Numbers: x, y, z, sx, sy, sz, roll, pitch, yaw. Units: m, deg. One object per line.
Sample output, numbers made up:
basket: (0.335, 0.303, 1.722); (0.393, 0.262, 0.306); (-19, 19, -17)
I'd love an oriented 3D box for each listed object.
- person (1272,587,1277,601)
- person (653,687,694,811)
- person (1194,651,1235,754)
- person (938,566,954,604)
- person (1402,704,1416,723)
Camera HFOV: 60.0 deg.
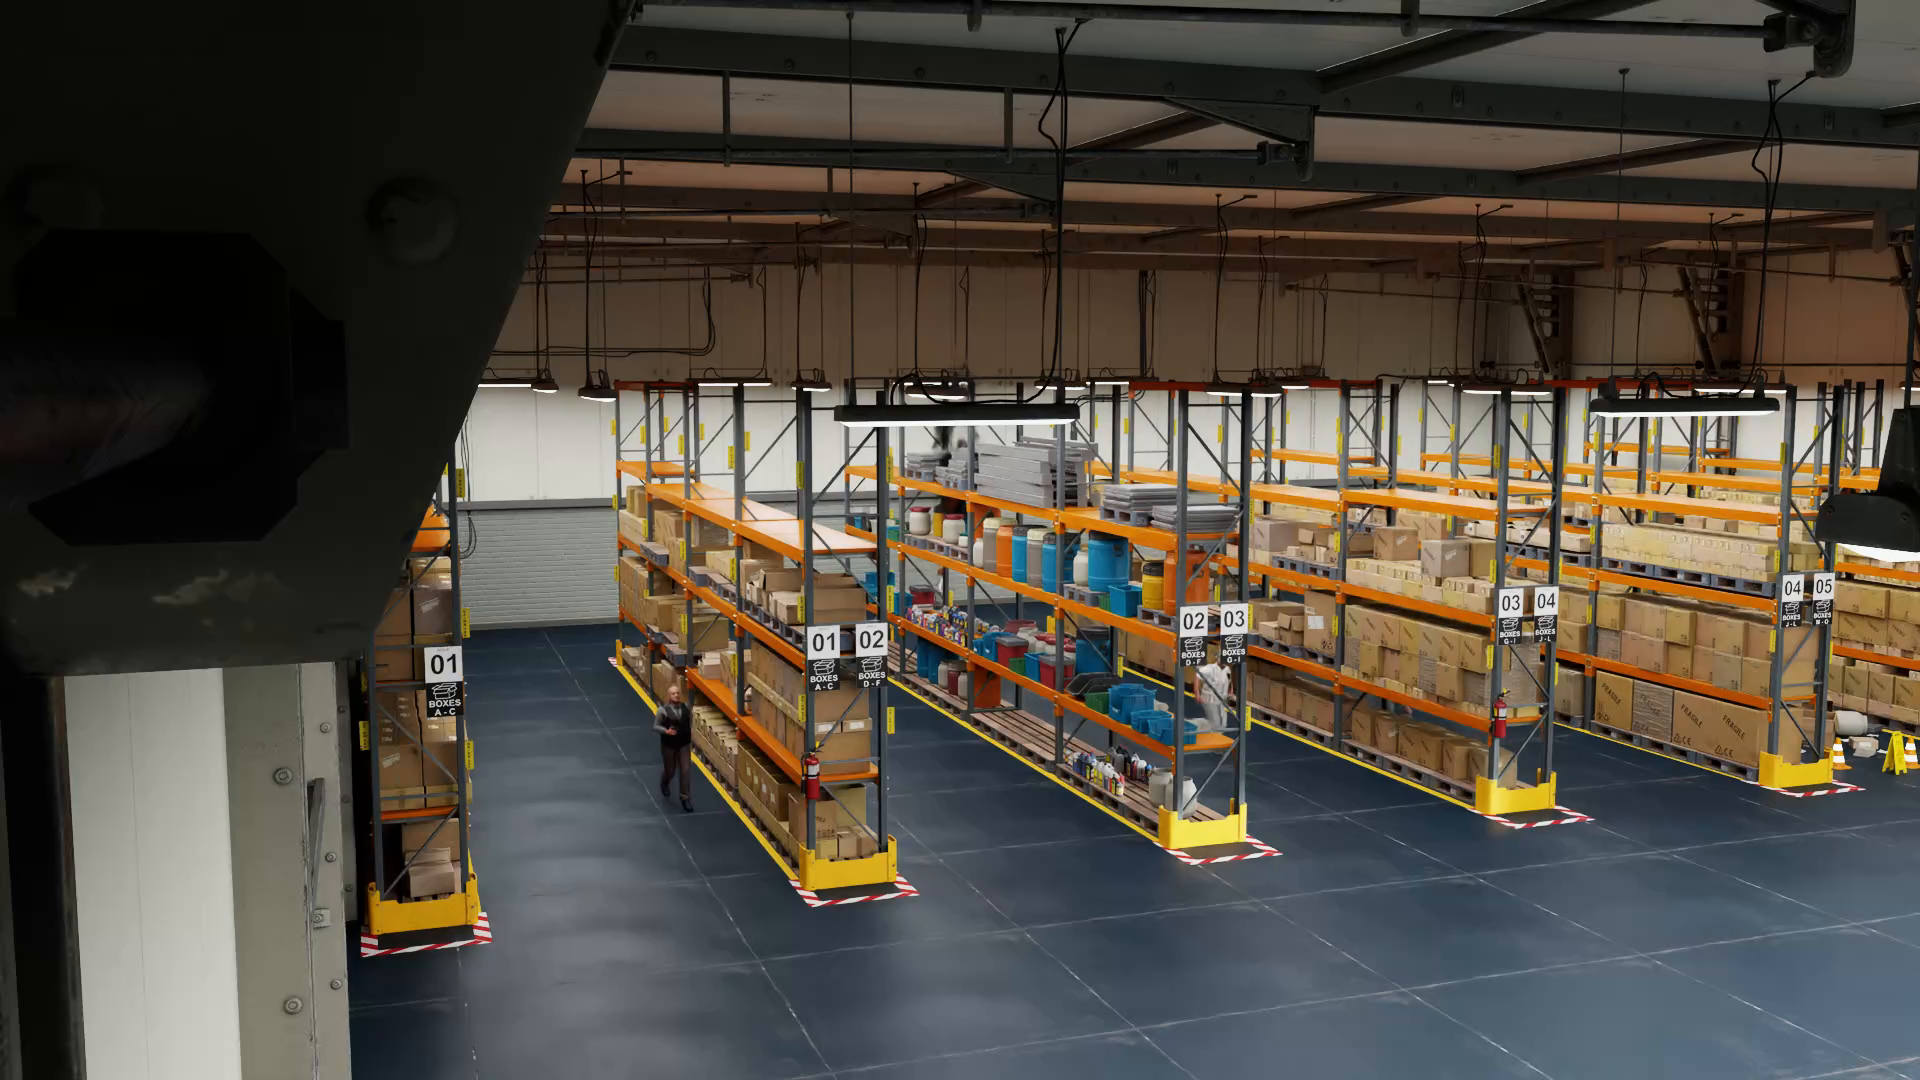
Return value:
person: (7.790, 1.117, 41.275); (0.560, 1.729, 0.785); (3, 7, 29)
person: (-4.069, 2.948, 23.781); (0.660, 1.720, 0.955); (-3, 7, -28)
person: (4.155, 2.628, 27.143); (0.702, 1.732, 0.705); (-4, 7, -32)
person: (-0.428, 1.392, 39.451); (0.567, 1.548, 0.535); (0, 6, -3)
person: (7.891, 2.360, 29.858); (0.546, 1.673, 1.125); (-3, 7, -25)
